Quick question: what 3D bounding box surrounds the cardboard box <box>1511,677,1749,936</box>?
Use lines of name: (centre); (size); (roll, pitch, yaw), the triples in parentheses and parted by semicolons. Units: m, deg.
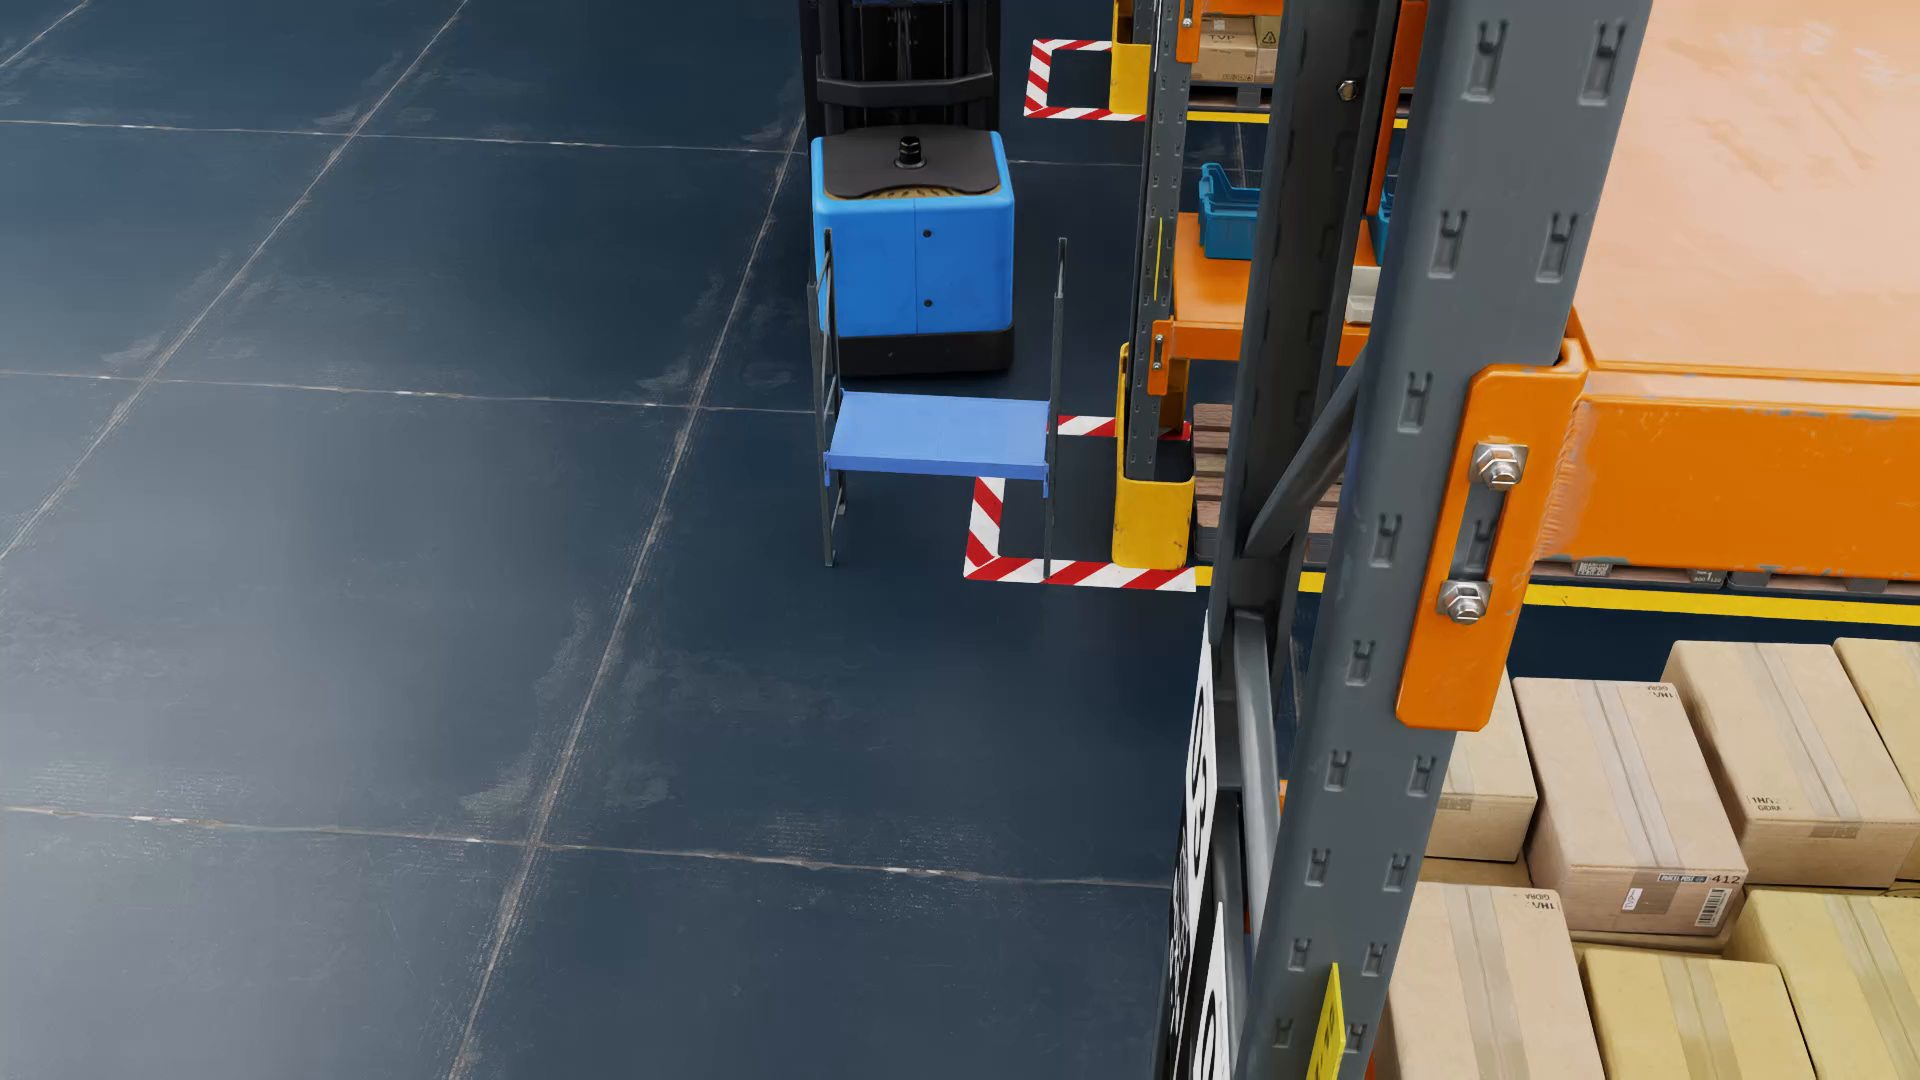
cardboard box: (0.977, 0.391, 2.491); (0.250, 0.149, 0.380); (2, 39, 2)

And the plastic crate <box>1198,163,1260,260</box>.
plastic crate: (1.376, -1.474, 7.473); (0.616, 0.251, 0.499); (3, 39, 4)

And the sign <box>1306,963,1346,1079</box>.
sign: (0.378, 0.583, 1.760); (0.005, 0.325, 0.100); (3, 39, 4)

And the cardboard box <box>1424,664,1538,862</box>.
cardboard box: (0.728, 0.303, 2.599); (0.250, 0.149, 0.380); (3, 39, 4)

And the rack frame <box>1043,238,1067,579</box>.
rack frame: (0.421, -0.559, 7.419); (0.032, 1.500, 0.500); (3, 39, 4)

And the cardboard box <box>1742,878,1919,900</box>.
cardboard box: (1.424, 0.531, 2.635); (0.500, 0.250, 0.500); (3, 39, 4)

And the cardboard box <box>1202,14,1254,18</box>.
cardboard box: (1.843, -4.031, 11.749); (0.500, 0.500, 0.500); (3, 39, 4)

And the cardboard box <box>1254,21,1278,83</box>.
cardboard box: (2.296, -3.389, 11.553); (0.500, 0.250, 0.500); (3, 39, 4)

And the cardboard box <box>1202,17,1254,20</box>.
cardboard box: (1.842, -3.739, 11.984); (0.500, 0.250, 0.500); (3, 39, 4)

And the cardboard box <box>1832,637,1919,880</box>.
cardboard box: (1.511, 0.336, 2.559); (0.250, 0.149, 0.380); (3, 39, 4)

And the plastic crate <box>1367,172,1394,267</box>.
plastic crate: (2.023, -1.435, 7.426); (0.408, 0.251, 0.499); (3, 39, 4)

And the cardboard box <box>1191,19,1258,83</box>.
cardboard box: (1.798, -3.413, 11.584); (0.500, 0.250, 0.500); (3, 39, 4)

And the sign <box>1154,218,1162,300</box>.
sign: (0.800, -1.133, 6.717); (0.005, 0.325, 0.100); (3, 39, 4)

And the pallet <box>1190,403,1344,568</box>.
pallet: (1.740, -0.267, 8.082); (1.213, 0.211, 1.003); (3, 39, 4)

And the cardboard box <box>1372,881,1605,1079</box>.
cardboard box: (0.679, 0.645, 2.179); (0.250, 0.149, 0.380); (3, 39, 4)

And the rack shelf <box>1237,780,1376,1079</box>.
rack shelf: (2.417, 0.969, 2.548); (4.000, 0.370, 1.077); (3, 39, 4)

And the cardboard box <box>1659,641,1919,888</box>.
cardboard box: (1.259, 0.337, 2.557); (0.250, 0.149, 0.380); (2, 39, 2)

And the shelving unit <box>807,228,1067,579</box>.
shelving unit: (-0.085, -0.586, 7.453); (1.048, 1.500, 0.538); (3, 39, 4)

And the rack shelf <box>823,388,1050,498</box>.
rack shelf: (-0.085, -0.447, 7.566); (1.000, 0.185, 0.538); (3, 39, 4)

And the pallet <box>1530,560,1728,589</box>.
pallet: (2.952, -0.199, 7.998); (1.213, 0.211, 1.003); (3, 39, 4)

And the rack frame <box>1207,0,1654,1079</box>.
rack frame: (0.424, -0.583, 1.508); (0.127, 3.000, 1.000); (3, 39, 4)

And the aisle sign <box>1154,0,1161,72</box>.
aisle sign: (0.755, -2.199, 6.187); (0.004, 0.787, 0.394); (3, 39, 4)

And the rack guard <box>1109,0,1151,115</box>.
rack guard: (1.259, -3.518, 11.847); (0.348, 0.500, 1.175); (3, 39, 4)

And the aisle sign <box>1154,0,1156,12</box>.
aisle sign: (0.805, -2.570, 6.642); (0.004, 0.787, 0.394); (3, 39, 4)

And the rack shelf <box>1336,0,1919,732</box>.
rack shelf: (2.417, -0.194, 1.602); (4.000, 0.370, 1.077); (3, 39, 4)

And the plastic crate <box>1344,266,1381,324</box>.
plastic crate: (1.715, -1.018, 7.004); (0.250, 0.136, 0.298); (3, 39, 4)

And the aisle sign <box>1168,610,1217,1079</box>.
aisle sign: (0.388, 0.544, 2.817); (0.004, 0.787, 0.394); (3, 39, 4)

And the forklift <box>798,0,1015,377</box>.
forklift: (-0.342, -2.926, 9.194); (1.130, 2.935, 3.031); (-3, 39, -4)

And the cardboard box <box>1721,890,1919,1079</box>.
cardboard box: (1.191, 0.656, 2.166); (0.250, 0.149, 0.380); (2, 39, 3)

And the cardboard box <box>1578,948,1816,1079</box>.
cardboard box: (0.929, 0.720, 2.087); (0.250, 0.149, 0.380); (4, 39, 5)

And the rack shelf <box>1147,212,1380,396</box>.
rack shelf: (2.844, -0.983, 7.322); (4.000, 0.370, 1.077); (3, 39, 4)

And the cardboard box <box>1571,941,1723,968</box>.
cardboard box: (0.882, 0.828, 2.270); (0.500, 0.250, 0.500); (4, 39, 5)

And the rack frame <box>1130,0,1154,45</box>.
rack frame: (1.283, -4.486, 11.056); (0.127, 3.000, 1.000); (3, 39, 4)

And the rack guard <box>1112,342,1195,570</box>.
rack guard: (0.931, -0.427, 8.049); (0.348, 0.500, 1.175); (3, 39, 4)

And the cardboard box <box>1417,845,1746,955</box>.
cardboard box: (0.926, 0.505, 2.666); (0.500, 0.250, 0.500); (4, 39, 5)

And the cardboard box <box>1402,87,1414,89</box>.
cardboard box: (3.292, -3.331, 11.482); (0.500, 0.250, 0.500); (3, 39, 4)

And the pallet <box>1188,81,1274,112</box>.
pallet: (2.048, -3.389, 11.917); (1.213, 0.211, 1.003); (3, 39, 4)

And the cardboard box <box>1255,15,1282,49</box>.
cardboard box: (2.296, -3.678, 11.315); (0.500, 0.500, 0.500); (3, 39, 4)

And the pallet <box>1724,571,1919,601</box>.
pallet: (4.171, -0.135, 7.919); (1.213, 0.211, 1.003); (3, 39, 4)

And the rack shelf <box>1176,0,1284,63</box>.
rack shelf: (2.844, -2.146, 6.375); (4.000, 0.370, 1.077); (3, 39, 4)

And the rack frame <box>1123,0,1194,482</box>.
rack frame: (0.852, -1.371, 7.229); (0.127, 3.000, 1.000); (3, 39, 4)

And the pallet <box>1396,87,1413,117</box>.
pallet: (3.260, -3.321, 11.834); (1.213, 0.211, 1.003); (3, 39, 4)

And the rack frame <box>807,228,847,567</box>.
rack frame: (-0.592, -0.614, 7.487); (0.032, 1.500, 0.500); (3, 39, 4)

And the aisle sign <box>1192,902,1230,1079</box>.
aisle sign: (0.337, 0.921, 2.353); (0.004, 0.787, 0.394); (3, 39, 4)

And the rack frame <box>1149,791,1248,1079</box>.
rack frame: (0.424, 1.744, 3.402); (0.127, 3.000, 1.000); (3, 39, 4)
